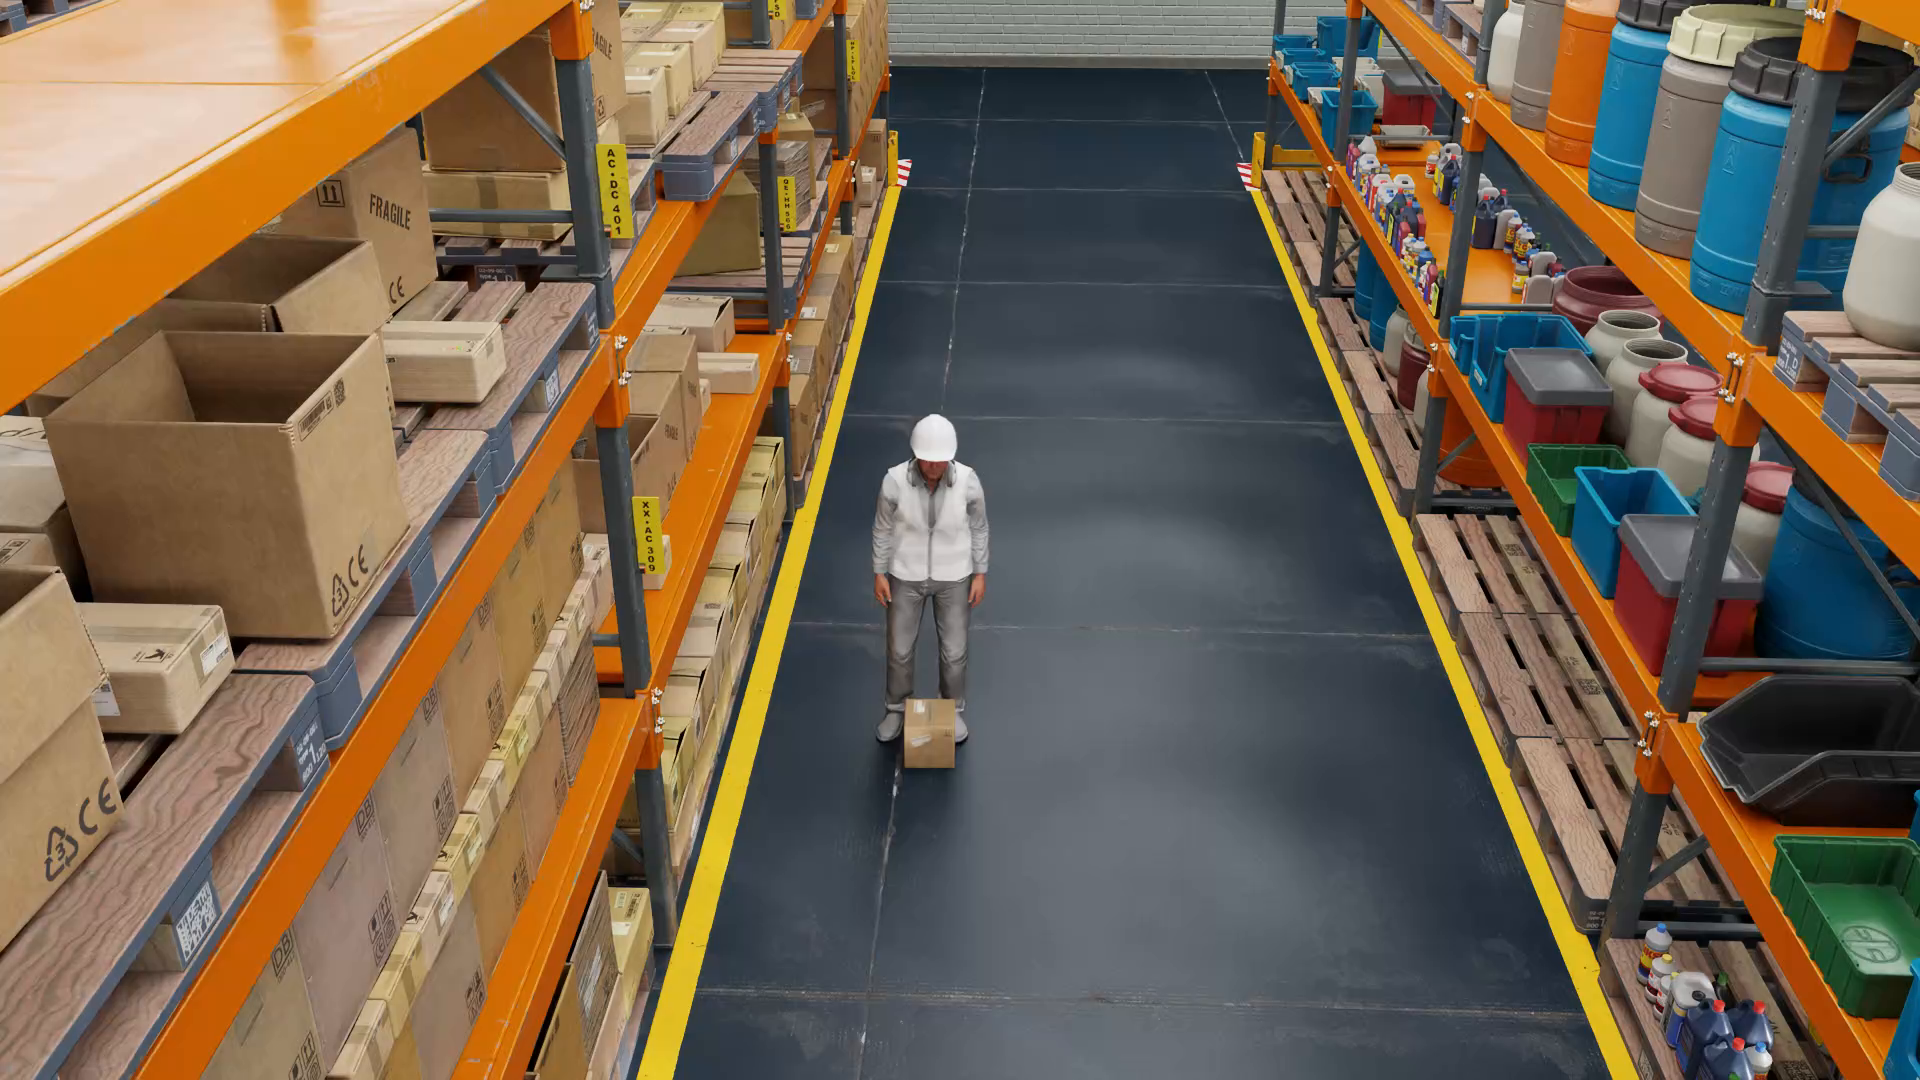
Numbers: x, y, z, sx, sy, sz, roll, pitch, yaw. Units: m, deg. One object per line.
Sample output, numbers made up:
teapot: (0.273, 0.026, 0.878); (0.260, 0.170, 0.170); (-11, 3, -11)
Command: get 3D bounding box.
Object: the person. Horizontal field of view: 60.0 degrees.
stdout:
person: (-0.146, 0.179, 8.255); (0.580, 1.769, 0.465); (0, 28, -1)
